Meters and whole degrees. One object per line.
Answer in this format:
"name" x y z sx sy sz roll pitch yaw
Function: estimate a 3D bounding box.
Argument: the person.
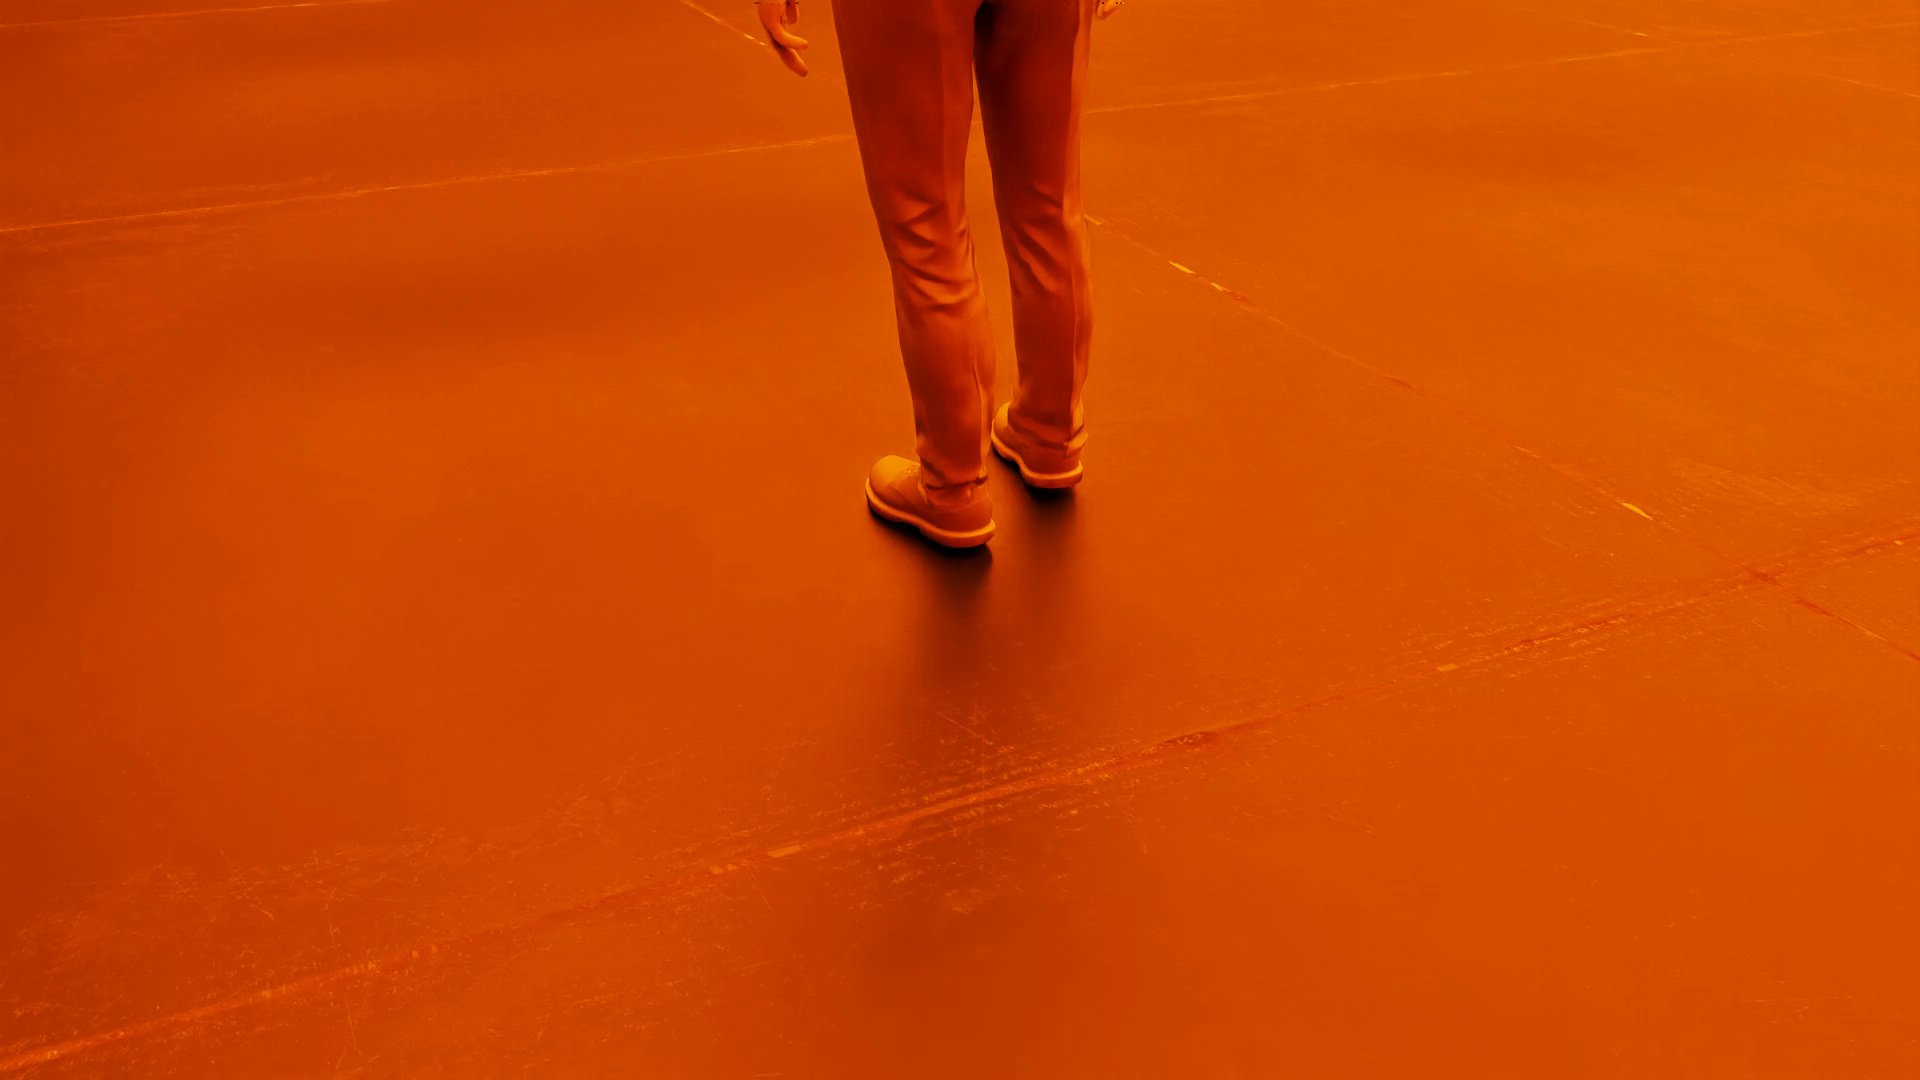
"person" -0.022 -0.789 2.167 0.587 1.696 0.534 -12 29 -22
